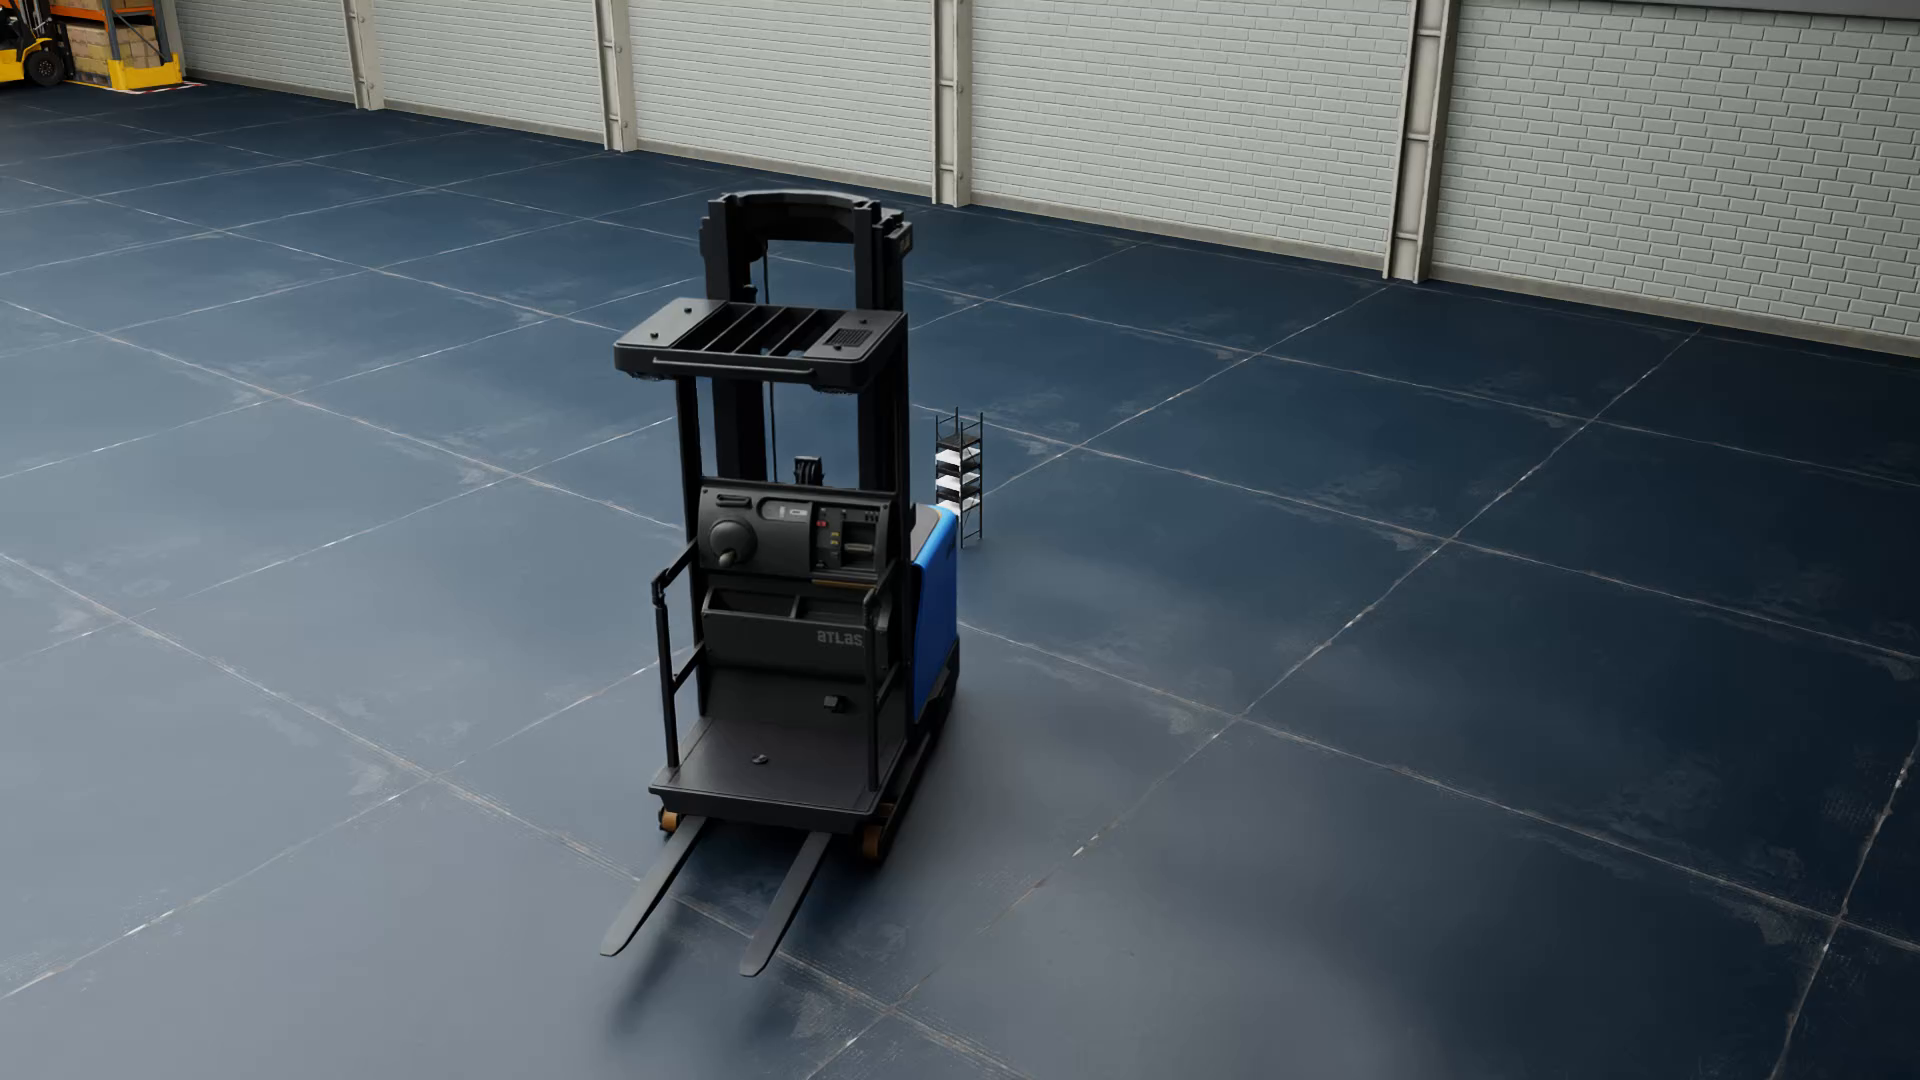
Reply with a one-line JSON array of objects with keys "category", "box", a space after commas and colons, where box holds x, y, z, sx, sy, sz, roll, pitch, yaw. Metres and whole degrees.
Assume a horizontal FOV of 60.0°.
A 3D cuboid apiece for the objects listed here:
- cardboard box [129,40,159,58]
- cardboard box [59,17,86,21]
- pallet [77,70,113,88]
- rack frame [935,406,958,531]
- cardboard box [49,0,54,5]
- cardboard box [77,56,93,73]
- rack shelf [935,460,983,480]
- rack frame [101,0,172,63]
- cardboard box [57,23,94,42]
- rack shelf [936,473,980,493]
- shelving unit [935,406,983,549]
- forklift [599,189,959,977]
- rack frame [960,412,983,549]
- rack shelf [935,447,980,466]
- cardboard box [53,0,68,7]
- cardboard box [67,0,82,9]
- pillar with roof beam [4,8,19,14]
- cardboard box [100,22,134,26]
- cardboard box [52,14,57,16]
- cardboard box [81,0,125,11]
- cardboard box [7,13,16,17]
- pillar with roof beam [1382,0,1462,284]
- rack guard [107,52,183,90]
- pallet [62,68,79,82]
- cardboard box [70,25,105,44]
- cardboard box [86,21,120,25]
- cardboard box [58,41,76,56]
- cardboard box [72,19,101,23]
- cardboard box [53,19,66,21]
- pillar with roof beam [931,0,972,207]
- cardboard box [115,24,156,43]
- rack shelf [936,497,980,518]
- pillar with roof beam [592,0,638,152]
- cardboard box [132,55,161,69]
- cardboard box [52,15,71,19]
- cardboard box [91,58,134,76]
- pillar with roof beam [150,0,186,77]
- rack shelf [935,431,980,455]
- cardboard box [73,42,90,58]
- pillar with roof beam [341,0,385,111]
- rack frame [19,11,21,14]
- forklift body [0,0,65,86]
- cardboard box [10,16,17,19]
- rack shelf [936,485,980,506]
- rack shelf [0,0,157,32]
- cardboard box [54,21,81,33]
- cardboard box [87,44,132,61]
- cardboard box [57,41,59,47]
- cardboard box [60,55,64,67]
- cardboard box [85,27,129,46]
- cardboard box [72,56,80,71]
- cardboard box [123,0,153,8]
[{"category": "cardboard box", "box": [-14.741, -8.826, 29.830, 0.500, 0.250, 0.500, 17, 29, 34]}, {"category": "cardboard box", "box": [-16.369, -9.540, 30.832, 0.500, 0.250, 0.500, 17, 29, 34]}, {"category": "pallet", "box": [-15.126, -8.378, 30.002, 1.213, 0.211, 1.003, 17, 29, 33]}, {"category": "rack frame", "box": [-0.088, -0.438, 11.129, 0.006, 0.900, 0.240, 17, 29, 33]}, {"category": "cardboard box", "box": [-16.269, -9.933, 29.949, 0.500, 0.500, 0.500, 17, 29, 34]}, {"category": "cardboard box", "box": [-15.447, -8.551, 29.827, 0.500, 0.250, 0.500, 17, 29, 33]}, {"category": "rack shelf", "box": [-0.006, -0.466, 11.050, 0.200, 0.077, 0.258, 17, 29, 33]}, {"category": "rack frame", "box": [-14.489, -9.482, 29.051, 0.127, 3.000, 1.000, 17, 29, 33]}, {"category": "cardboard box", "box": [-15.867, -9.125, 29.889, 0.500, 0.250, 0.500, 17, 29, 34]}, {"category": "rack shelf", "box": [-0.006, -0.383, 11.086, 0.200, 0.077, 0.258, 17, 29, 33]}, {"category": "shelving unit", "box": [-0.006, -0.414, 11.073, 0.210, 0.900, 0.258, 17, 29, 33]}, {"category": "forklift", "box": [-0.827, -0.002, 7.620, 1.130, 2.935, 3.031, 5, 24, 11]}, {"category": "rack frame", "box": [0.075, -0.389, 11.017, 0.006, 0.900, 0.240, 17, 29, 33]}, {"category": "rack shelf", "box": [-0.006, -0.548, 11.014, 0.200, 0.077, 0.258, 17, 29, 33]}, {"category": "cardboard box", "box": [-15.860, -9.815, 29.681, 0.500, 0.500, 0.500, 16, 29, 32]}, {"category": "cardboard box", "box": [-15.450, -9.691, 29.400, 0.500, 0.500, 0.500, 18, 29, 35]}, {"category": "pillar with roof beam", "box": [-21.889, -12.749, 29.024, 0.400, 9.000, 9.100, 17, 29, 33]}, {"category": "cardboard box", "box": [-15.162, -9.171, 29.993, 0.500, 0.250, 0.500, 17, 29, 33]}, {"category": "cardboard box", "box": [-17.180, -9.785, 31.386, 0.500, 0.250, 0.500, 17, 29, 34]}, {"category": "cardboard box", "box": [-15.040, -9.562, 29.109, 0.500, 0.500, 0.500, 16, 28, 32]}, {"category": "cardboard box", "box": [-18.730, -9.868, 32.350, 0.625, 0.625, 0.875, 16, 29, 33]}, {"category": "pillar with roof beam", "box": [2.117, -5.494, 12.559, 0.400, 9.000, 9.100, 17, 29, 33]}, {"category": "rack guard", "box": [-14.470, -8.333, 29.542, 0.348, 0.500, 1.175, 17, 29, 33]}, {"category": "pallet", "box": [-16.098, -8.673, 30.672, 1.213, 0.211, 1.003, 17, 29, 33]}, {"category": "cardboard box", "box": [-15.457, -9.006, 29.620, 0.500, 0.250, 0.500, 17, 29, 34]}, {"category": "cardboard box", "box": [-15.556, -9.295, 30.276, 0.500, 0.250, 0.500, 17, 29, 33]}, {"category": "cardboard box", "box": [-15.887, -8.905, 30.009, 0.500, 0.250, 0.500, 16, 28, 32]}, {"category": "cardboard box", "box": [-15.962, -9.421, 30.562, 0.500, 0.250, 0.500, 16, 28, 32]}, {"category": "cardboard box", "box": [-16.683, -9.379, 30.467, 0.500, 0.250, 0.500, 18, 29, 35]}, {"category": "pillar with roof beam", "box": [-2.684, -6.945, 15.852, 0.400, 9.000, 9.100, 17, 29, 33]}, {"category": "cardboard box", "box": [-14.760, -9.051, 29.722, 0.500, 0.250, 0.500, 16, 29, 33]}, {"category": "rack shelf", "box": [-0.006, -0.219, 11.159, 0.200, 0.077, 0.258, 17, 29, 33]}, {"category": "pillar with roof beam", "box": [-7.485, -8.396, 19.145, 0.400, 9.000, 9.100, 17, 29, 33]}, {"category": "cardboard box", "box": [-14.765, -8.598, 29.934, 0.500, 0.250, 0.500, 17, 29, 34]}, {"category": "cardboard box", "box": [-16.766, -9.667, 31.119, 0.500, 0.250, 0.500, 16, 29, 33]}, {"category": "cardboard box", "box": [-15.055, -8.428, 29.547, 0.500, 0.250, 0.500, 17, 29, 34]}, {"category": "pillar with roof beam", "box": [-17.088, -11.298, 25.731, 0.400, 9.000, 9.100, 17, 29, 33]}, {"category": "rack shelf", "box": [-0.006, -0.630, 10.978, 0.200, 0.077, 0.258, 17, 29, 33]}, {"category": "cardboard box", "box": [-15.461, -8.787, 29.741, 0.500, 0.250, 0.500, 16, 29, 33]}, {"category": "pillar with roof beam", "box": [-12.287, -9.847, 22.438, 0.400, 9.000, 9.100, 17, 29, 33]}, {"category": "rack frame", "box": [-17.690, -10.450, 31.247, 0.127, 3.000, 1.000, 17, 29, 33]}, {"category": "forklift body", "box": [-17.101, -8.964, 28.927, 1.214, 2.155, 2.313, 17, 29, 33]}, {"category": "cardboard box", "box": [-17.491, -9.623, 31.019, 0.500, 0.250, 0.500, 16, 29, 33]}, {"category": "rack shelf", "box": [-0.006, -0.301, 11.123, 0.200, 0.077, 0.258, 17, 29, 33]}, {"category": "rack shelf", "box": [-16.090, -9.637, 30.294, 4.000, 0.370, 1.077, 17, 29, 33]}, {"category": "cardboard box", "box": [-16.267, -9.250, 30.173, 0.500, 0.250, 0.500, 16, 28, 32]}, {"category": "cardboard box", "box": [-15.066, -8.662, 29.458, 0.500, 0.250, 0.500, 16, 29, 33]}, {"category": "cardboard box", "box": [-16.285, -9.027, 30.287, 0.500, 0.250, 0.500, 17, 29, 33]}, {"category": "cardboard box", "box": [-16.271, -8.794, 30.377, 0.500, 0.250, 0.500, 18, 29, 35]}, {"category": "cardboard box", "box": [-15.045, -8.885, 29.344, 0.500, 0.250, 0.500, 18, 29, 35]}, {"category": "cardboard box", "box": [-15.842, -8.675, 30.108, 0.500, 0.250, 0.500, 17, 29, 34]}, {"category": "cardboard box", "box": [-14.719, -9.738, 29.506, 0.500, 0.500, 0.500, 18, 29, 35]}]
